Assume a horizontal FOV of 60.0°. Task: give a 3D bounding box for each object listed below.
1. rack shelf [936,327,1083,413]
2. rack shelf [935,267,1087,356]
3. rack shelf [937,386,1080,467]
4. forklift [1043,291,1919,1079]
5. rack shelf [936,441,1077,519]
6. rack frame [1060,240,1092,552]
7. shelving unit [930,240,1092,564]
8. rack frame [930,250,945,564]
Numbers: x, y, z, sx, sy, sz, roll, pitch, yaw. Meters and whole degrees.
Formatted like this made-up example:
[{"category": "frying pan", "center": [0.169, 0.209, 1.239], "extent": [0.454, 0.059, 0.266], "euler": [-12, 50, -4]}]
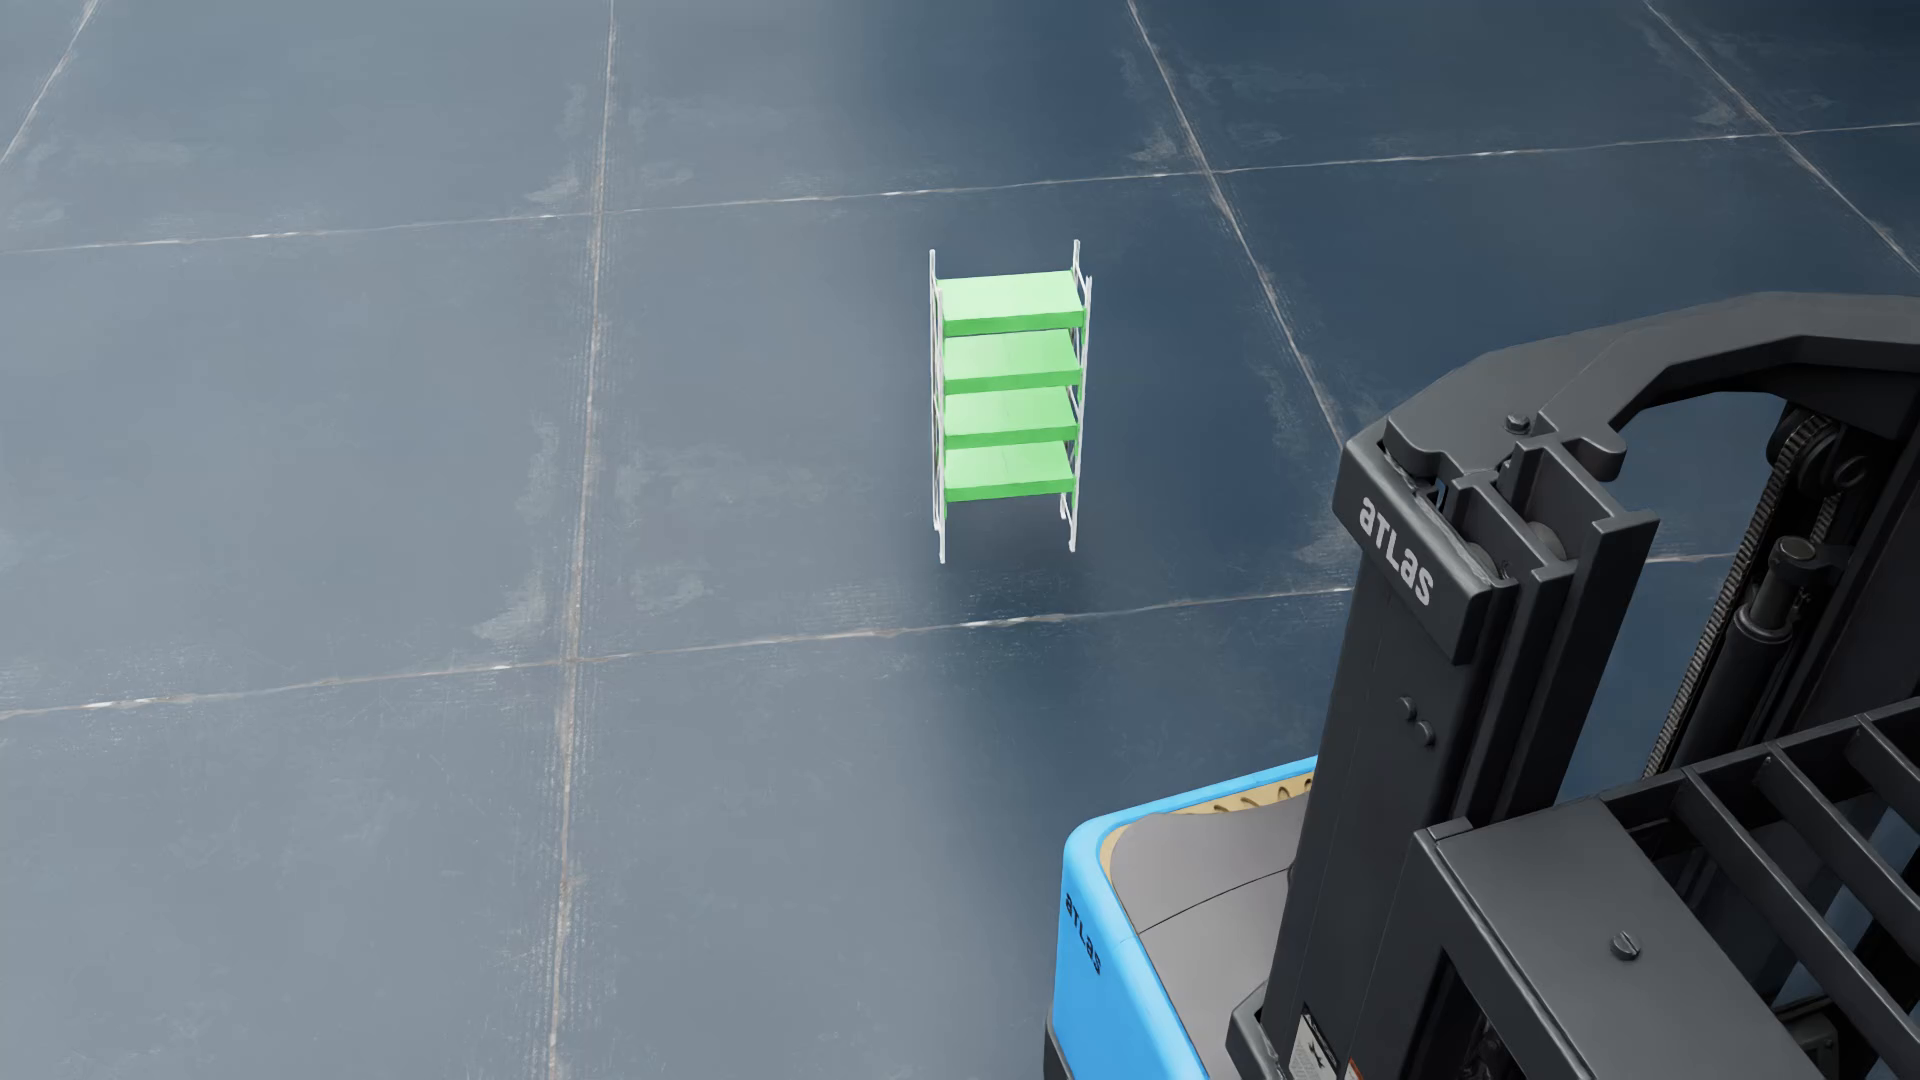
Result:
[{"category": "rack shelf", "center": [0.164, -0.591, 5.746], "extent": [0.480, 0.148, 0.258], "euler": [-5, 42, -6]}, {"category": "rack shelf", "center": [0.164, -0.769, 5.585], "extent": [0.480, 0.148, 0.258], "euler": [-5, 42, -6]}, {"category": "rack shelf", "center": [0.164, -0.412, 5.907], "extent": [0.480, 0.148, 0.258], "euler": [-5, 42, -6]}, {"category": "forklift", "center": [1.190, 1.209, 2.721], "extent": [1.130, 2.935, 3.031], "euler": [-13, 44, -14]}, {"category": "rack shelf", "center": [0.164, -0.234, 6.068], "extent": [0.480, 0.148, 0.258], "euler": [-5, 42, -6]}, {"category": "rack frame", "center": [0.406, -0.481, 5.888], "extent": [0.015, 1.200, 0.240], "euler": [-5, 42, -6]}, {"category": "shelving unit", "center": [0.164, -0.460, 5.864], "extent": [0.503, 1.200, 0.258], "euler": [-5, 42, -6]}, {"category": "rack frame", "center": [-0.078, -0.439, 5.841], "extent": [0.015, 1.200, 0.240], "euler": [-5, 42, -6]}]
